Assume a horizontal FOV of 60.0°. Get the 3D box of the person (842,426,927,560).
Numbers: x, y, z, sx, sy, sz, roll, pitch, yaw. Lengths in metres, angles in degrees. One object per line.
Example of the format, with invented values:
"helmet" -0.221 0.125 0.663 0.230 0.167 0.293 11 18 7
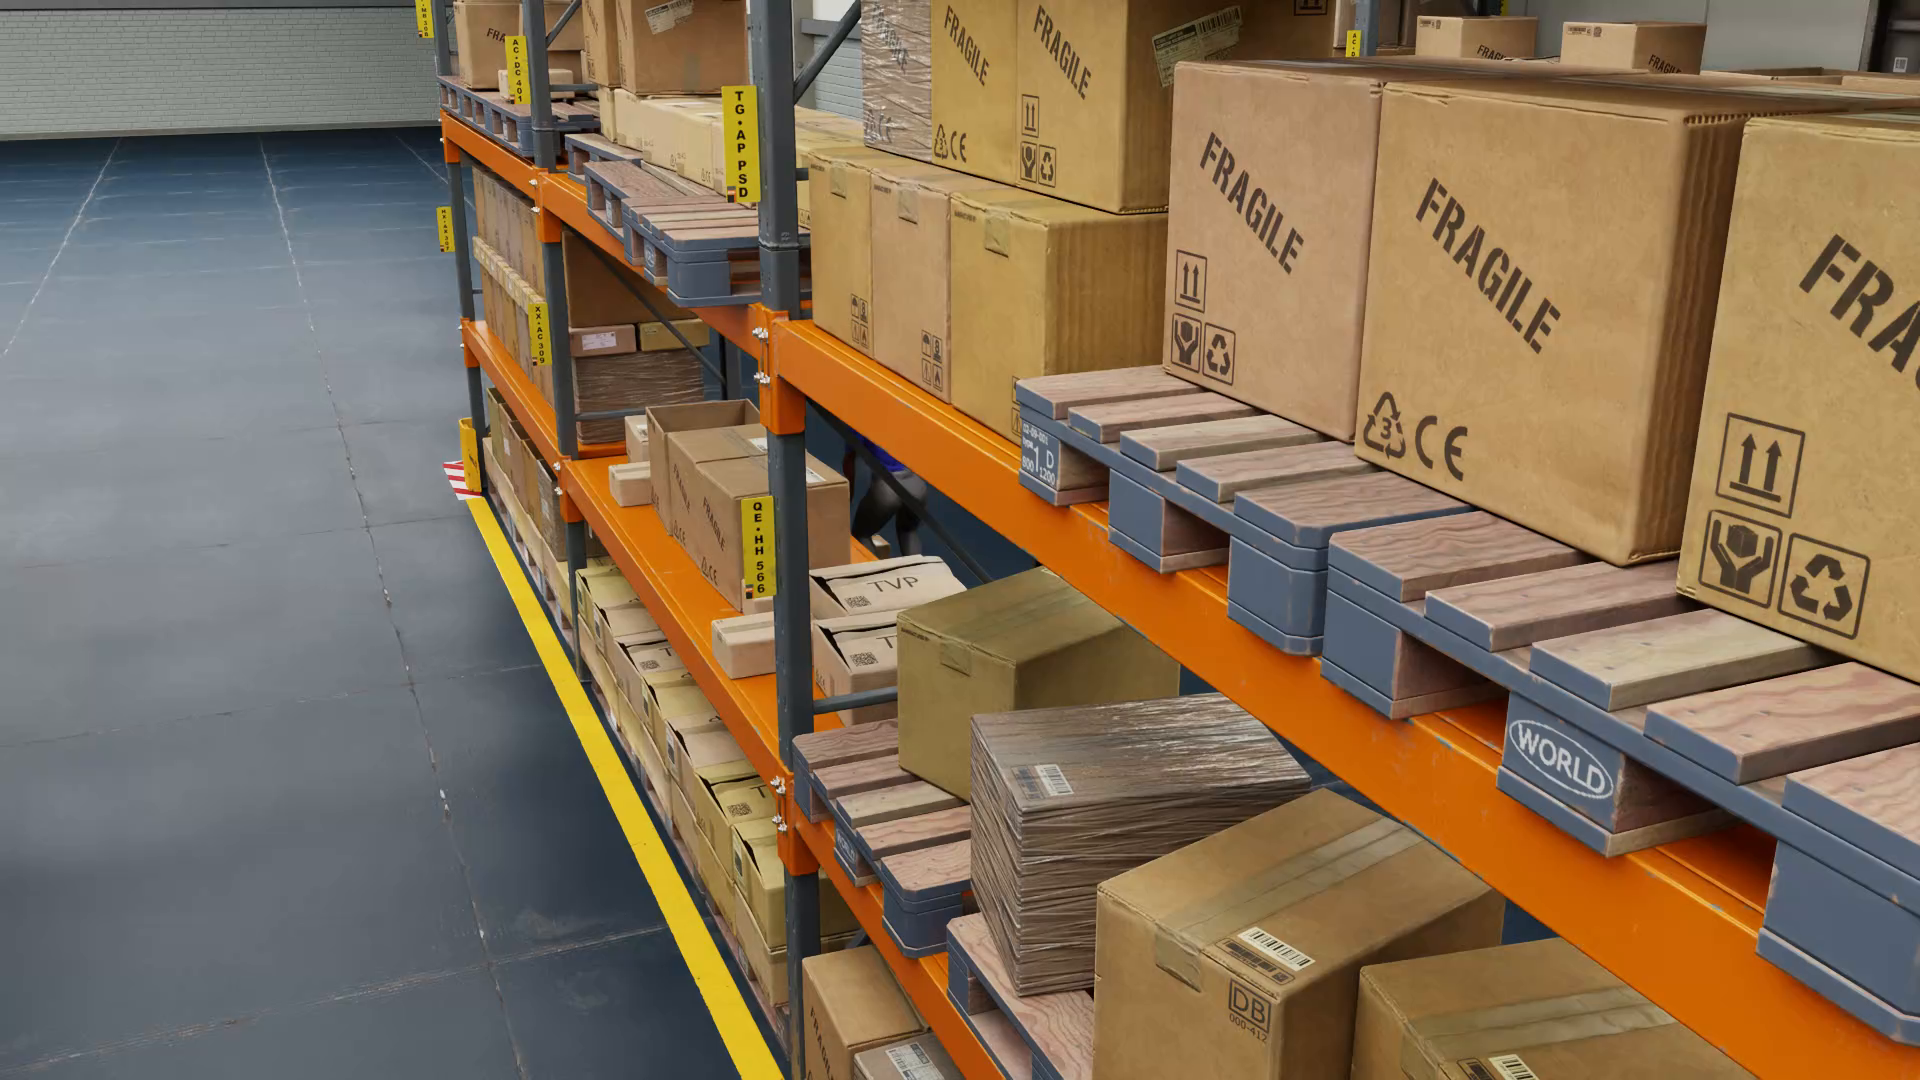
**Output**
"person" -0.468 -0.299 10.260 0.490 1.465 0.556 -8 20 -21
